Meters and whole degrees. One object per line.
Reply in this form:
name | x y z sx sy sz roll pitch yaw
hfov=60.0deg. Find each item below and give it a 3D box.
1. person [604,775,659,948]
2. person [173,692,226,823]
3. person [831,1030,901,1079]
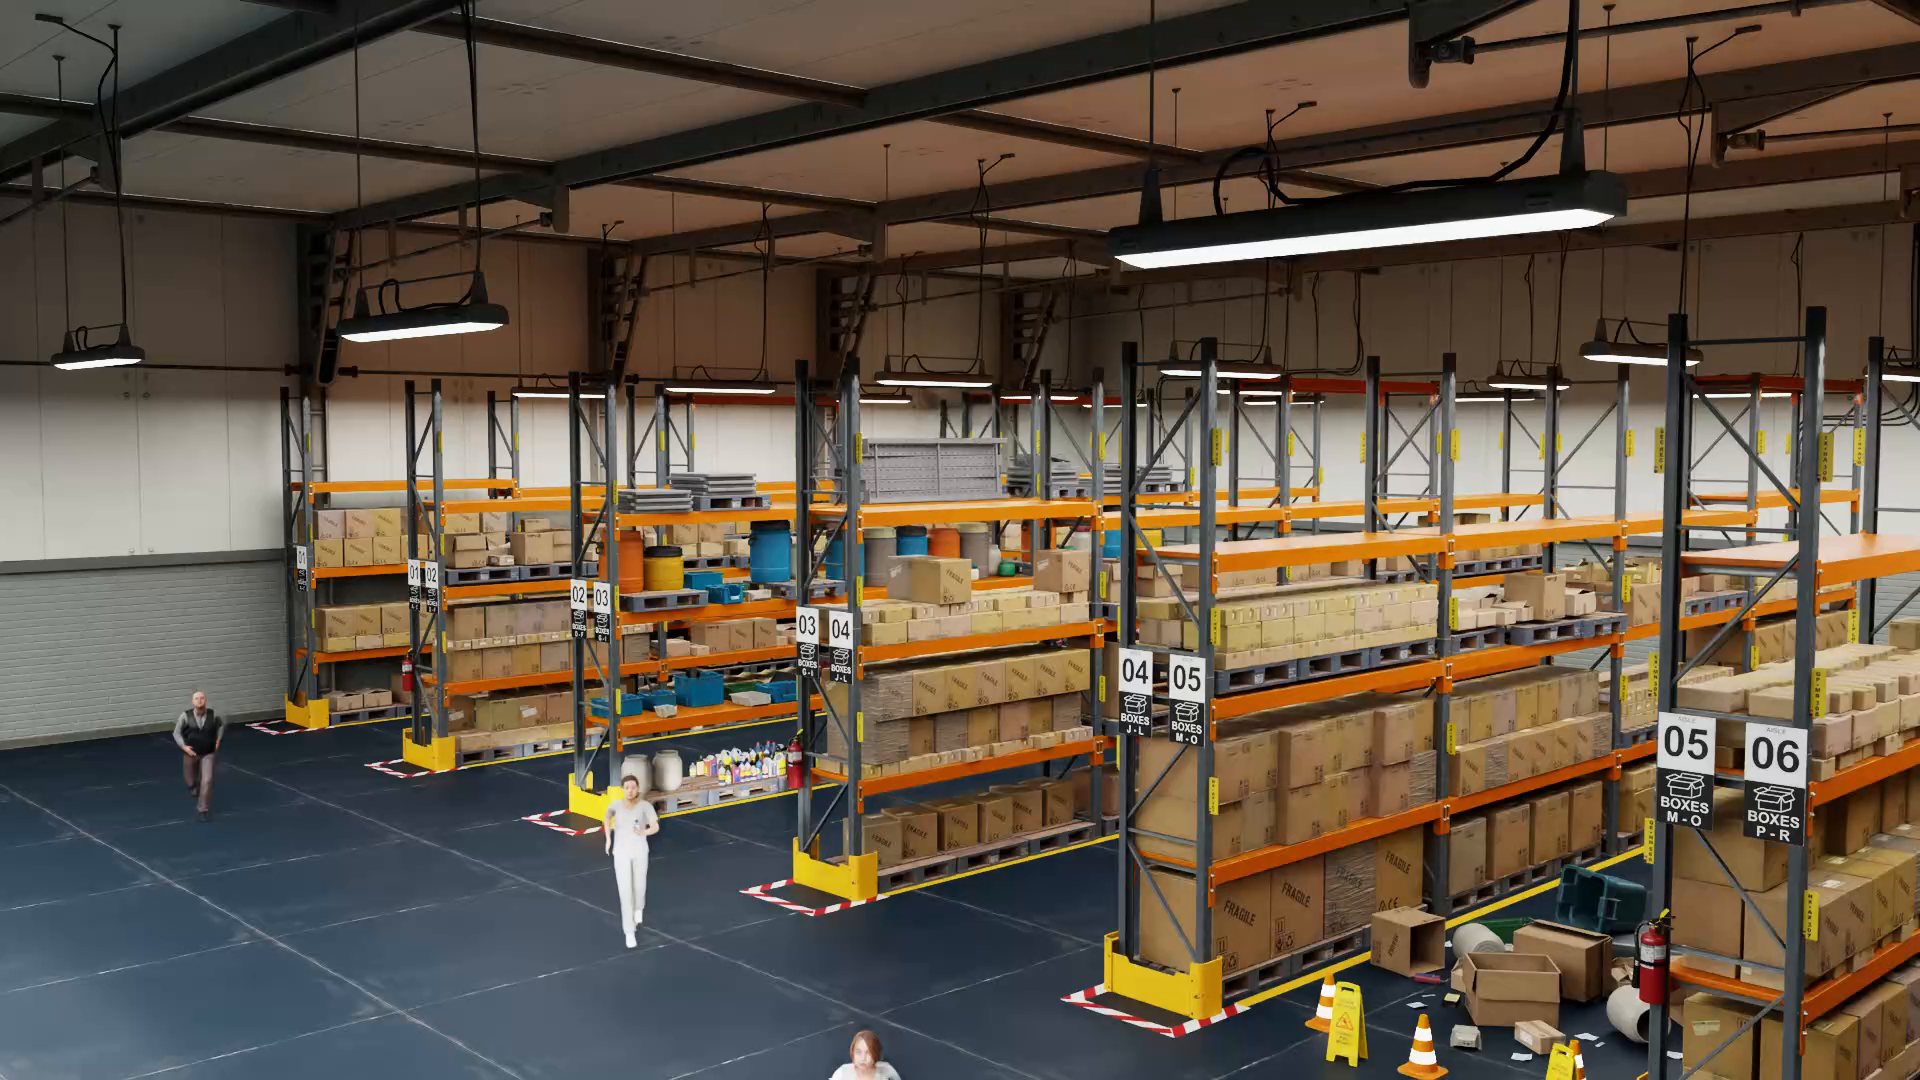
person | -3.353 3.212 16.983 0.562 1.660 0.970 -1 4 -10
person | -10.280 2.907 22.489 0.641 1.708 1.010 -1 4 -21
person | -0.583 3.742 10.179 0.562 1.582 0.749 0 4 2
